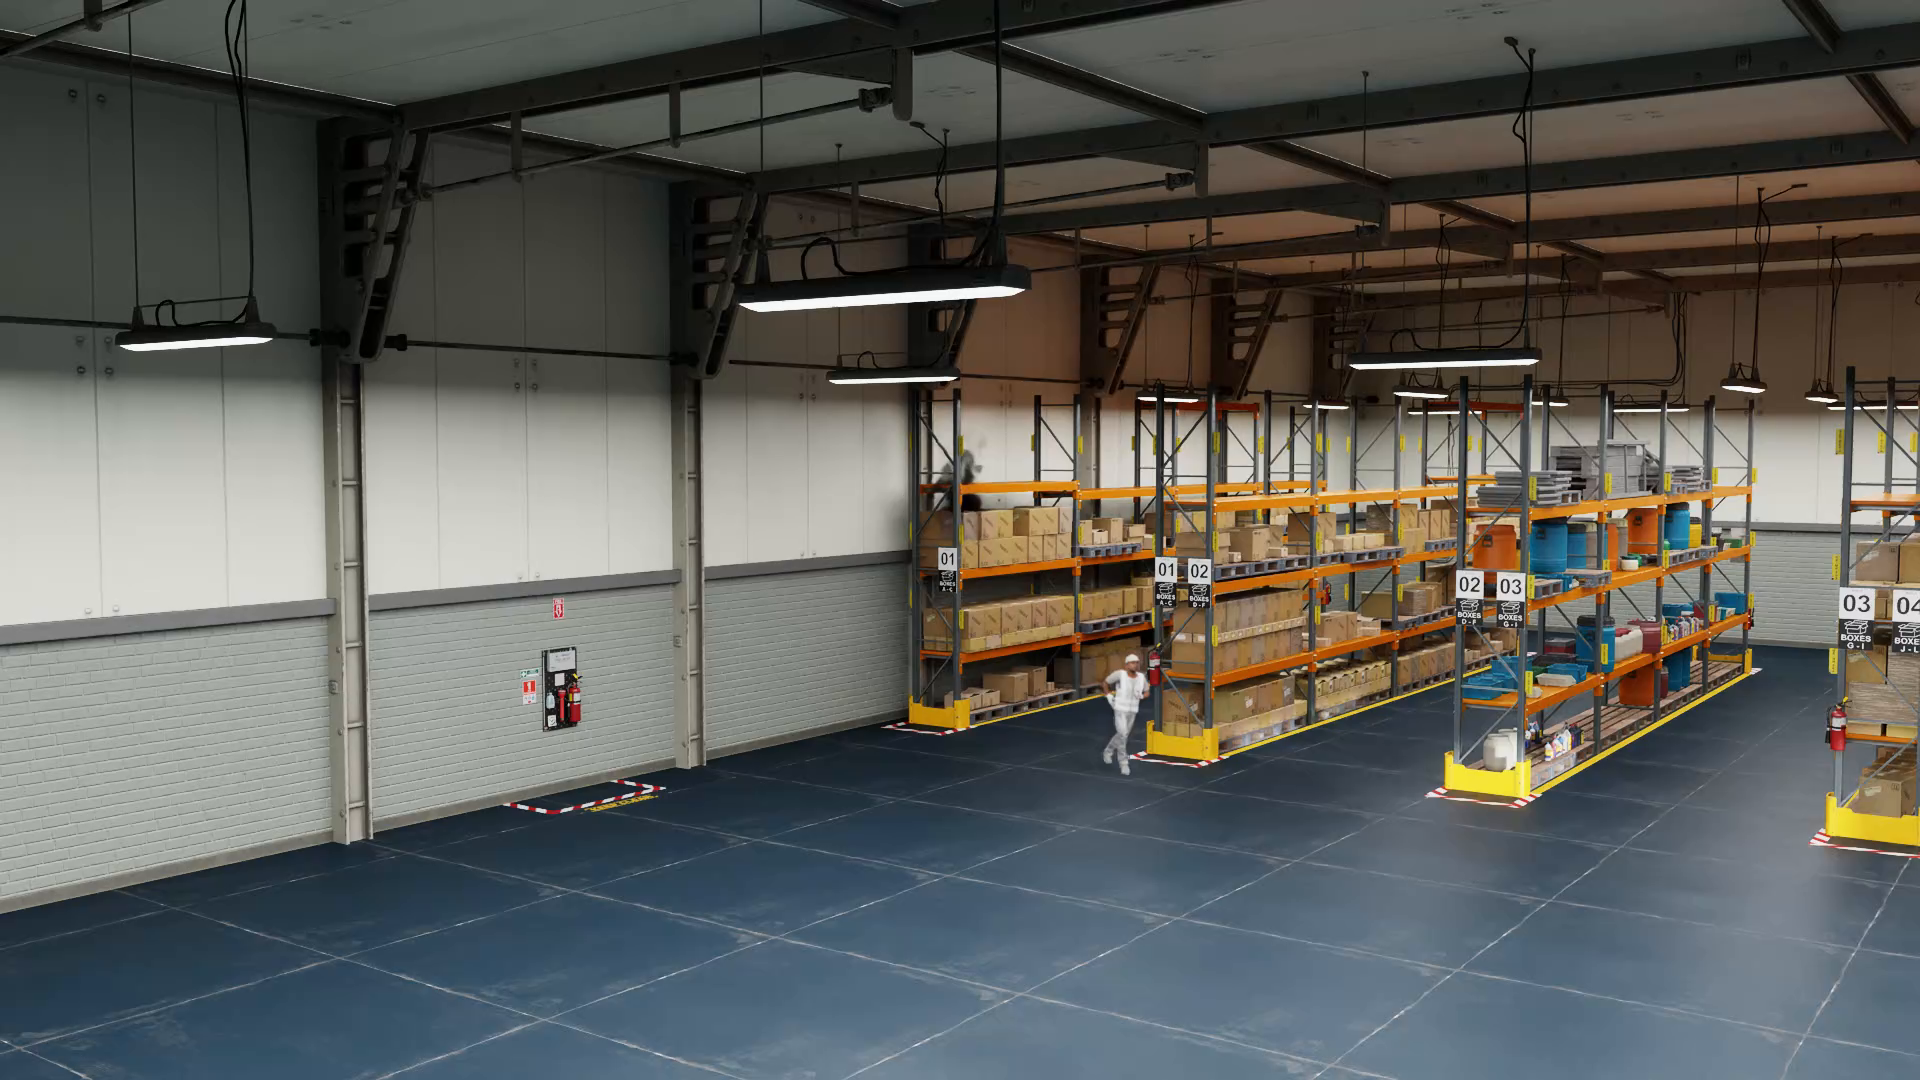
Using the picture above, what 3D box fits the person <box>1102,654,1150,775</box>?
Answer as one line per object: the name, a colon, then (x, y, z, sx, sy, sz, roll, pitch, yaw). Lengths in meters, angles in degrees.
person: (2.595, 2.653, 25.738, 0.692, 1.788, 0.916, -1, 4, -24)
